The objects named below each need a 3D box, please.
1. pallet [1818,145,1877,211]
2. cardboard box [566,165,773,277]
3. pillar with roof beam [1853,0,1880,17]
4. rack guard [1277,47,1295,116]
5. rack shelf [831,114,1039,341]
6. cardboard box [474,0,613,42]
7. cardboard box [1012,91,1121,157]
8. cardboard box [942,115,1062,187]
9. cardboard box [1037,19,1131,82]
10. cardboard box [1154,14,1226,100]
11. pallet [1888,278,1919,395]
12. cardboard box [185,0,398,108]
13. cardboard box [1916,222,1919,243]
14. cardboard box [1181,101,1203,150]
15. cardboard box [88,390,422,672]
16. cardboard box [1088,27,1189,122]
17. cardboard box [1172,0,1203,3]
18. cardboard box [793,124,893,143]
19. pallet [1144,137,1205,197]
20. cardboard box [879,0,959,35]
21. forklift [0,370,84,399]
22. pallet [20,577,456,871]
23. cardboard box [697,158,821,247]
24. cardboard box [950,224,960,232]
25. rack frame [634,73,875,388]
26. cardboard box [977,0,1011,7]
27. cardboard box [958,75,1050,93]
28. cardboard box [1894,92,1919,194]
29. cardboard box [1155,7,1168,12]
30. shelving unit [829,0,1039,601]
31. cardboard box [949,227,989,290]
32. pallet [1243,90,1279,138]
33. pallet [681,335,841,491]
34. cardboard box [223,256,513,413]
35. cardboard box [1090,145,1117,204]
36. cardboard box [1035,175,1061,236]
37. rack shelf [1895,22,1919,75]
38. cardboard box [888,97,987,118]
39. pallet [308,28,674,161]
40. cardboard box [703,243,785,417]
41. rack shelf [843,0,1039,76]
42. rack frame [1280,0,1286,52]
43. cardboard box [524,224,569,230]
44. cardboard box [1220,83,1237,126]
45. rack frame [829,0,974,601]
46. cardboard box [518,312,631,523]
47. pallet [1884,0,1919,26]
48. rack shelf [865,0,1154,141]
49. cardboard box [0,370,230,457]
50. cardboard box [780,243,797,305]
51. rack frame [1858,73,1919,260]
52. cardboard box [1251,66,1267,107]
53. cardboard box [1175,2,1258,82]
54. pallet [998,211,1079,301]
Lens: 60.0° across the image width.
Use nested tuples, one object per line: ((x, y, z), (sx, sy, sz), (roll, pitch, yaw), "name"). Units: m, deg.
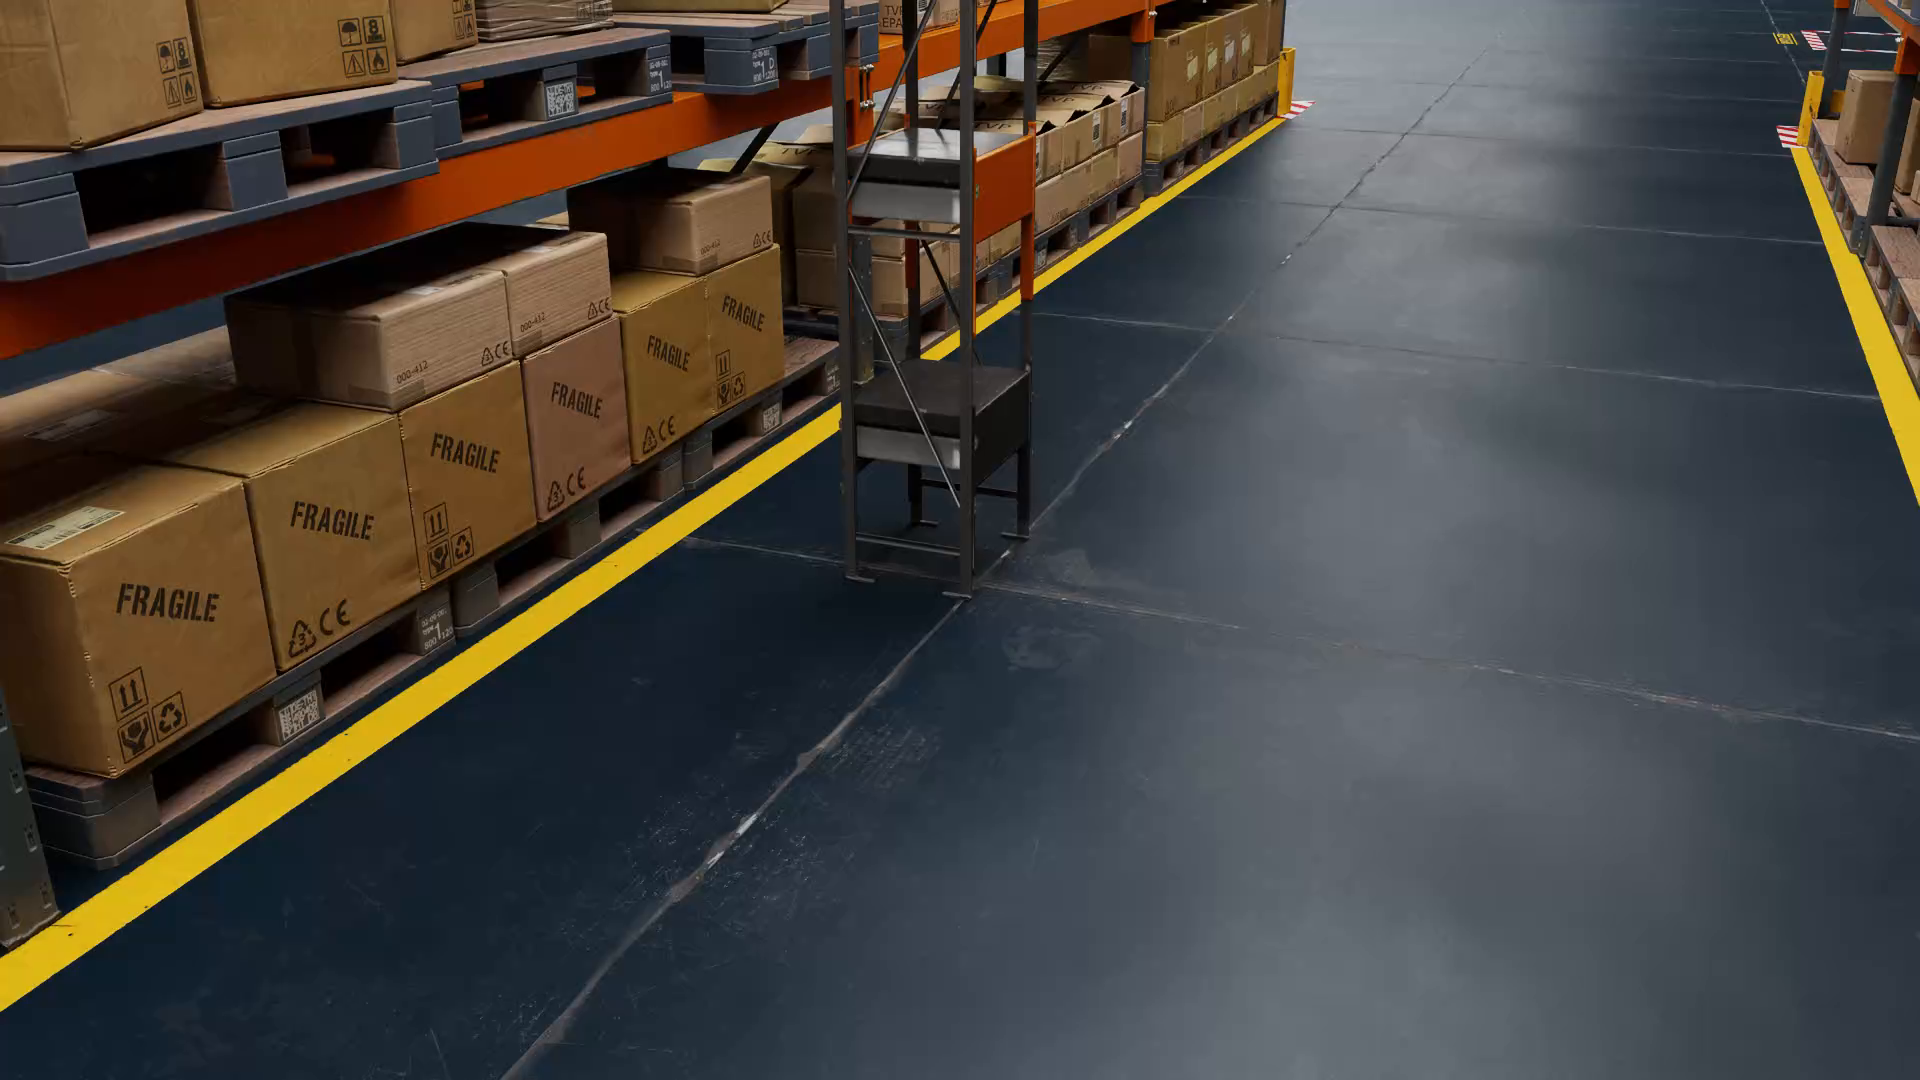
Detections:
((5.917, -2.213, 10.274), (1.003, 0.211, 1.213), (9, 24, 20), "pallet")
((-0.984, -1.099, 5.689), (0.500, 0.250, 0.500), (10, 25, 22), "cardboard box")
((7.738, -11.552, 21.231), (9.100, 9.000, 0.400), (9, 24, 20), "pillar with roof beam")
((2.143, -3.811, 13.724), (1.175, 0.500, 0.348), (9, 24, 20), "rack guard")
((-0.061, -0.897, 4.709), (0.431, 0.518, 0.480), (9, 24, 20), "rack shelf")
((-1.484, -1.791, 4.972), (0.700, 0.500, 0.500), (14, 26, 30), "cardboard box")
((0.576, -2.335, 9.243), (0.500, 0.311, 0.500), (9, 24, 22), "cardboard box")
((0.199, -1.977, 8.387), (0.500, 0.311, 0.500), (8, 24, 19), "cardboard box")
((0.814, -3.170, 10.996), (0.500, 0.500, 0.500), (9, 24, 20), "cardboard box")
((1.482, -3.274, 11.246), (0.500, 0.500, 0.500), (9, 24, 20), "cardboard box")
((4.509, -0.813, 6.921), (1.003, 0.211, 1.213), (9, 24, 20), "pallet")
((-1.743, -1.294, 3.781), (0.700, 0.500, 0.500), (13, 26, 28), "cardboard box")
((4.991, -1.600, 7.861), (0.700, 0.500, 0.500), (10, 25, 22), "cardboard box")
((1.292, -2.750, 10.964), (0.500, 0.250, 0.500), (9, 24, 20), "cardboard box")
((-1.730, -0.041, 4.130), (0.500, 0.500, 0.500), (9, 24, 21), "cardboard box")
((1.111, -2.916, 10.389), (0.500, 0.500, 0.500), (9, 24, 20), "cardboard box")
((1.544, -3.887, 12.714), (0.500, 0.500, 0.500), (9, 24, 20), "cardboard box")
((-0.495, -1.866, 8.121), (0.500, 0.311, 0.500), (9, 24, 20), "cardboard box")
((0.982, -2.516, 10.999), (1.003, 0.211, 1.213), (9, 24, 20), "pallet")
((-0.326, -2.344, 7.085), (0.500, 0.311, 0.500), (8, 24, 19), "cardboard box")
((-3.534, -1.186, 4.286), (1.130, 2.935, 3.031), (9, 24, 20), "forklift")
((-2.057, 0.329, 4.189), (1.003, 0.211, 1.213), (9, 24, 20), "pallet")
((-0.872, -1.499, 7.242), (0.500, 0.311, 0.500), (9, 24, 21), "cardboard box")
((-0.183, -1.611, 7.510), (0.500, 0.311, 0.500), (8, 24, 19), "cardboard box")
((-0.838, -2.093, 6.368), (1.000, 3.000, 0.127), (9, 24, 20), "rack frame")
((-0.034, -2.930, 8.243), (0.500, 0.500, 0.500), (9, 24, 20), "cardboard box")
((0.263, -2.596, 9.867), (0.500, 0.311, 0.500), (9, 24, 20), "cardboard box")
((5.597, -2.243, 9.400), (0.500, 0.500, 0.500), (7, 24, 16), "cardboard box")
((1.168, -3.530, 11.859), (0.500, 0.500, 0.500), (9, 24, 20), "cardboard box")
((-0.061, -0.910, 4.703), (0.431, 2.100, 0.503), (9, 24, 20), "shelving unit")
((-0.185, -1.343, 7.596), (0.500, 0.250, 0.500), (8, 24, 19), "cardboard box")
((1.889, -3.389, 13.090), (1.003, 0.211, 1.213), (9, 24, 20), "pallet")
((-1.150, -0.544, 6.279), (1.003, 0.211, 1.213), (9, 24, 20), "pallet")
((-1.546, -0.553, 4.381), (0.500, 0.250, 0.500), (9, 24, 20), "cardboard box")
((0.573, -2.078, 9.357), (0.500, 0.250, 0.500), (8, 24, 19), "cardboard box")
((0.194, -1.713, 8.483), (0.500, 0.250, 0.500), (9, 24, 21), "cardboard box")
((4.506, -1.769, 6.525), (1.077, 0.370, 4.000), (9, 24, 20), "rack shelf")
((-0.119, -2.232, 8.996), (0.500, 0.311, 0.500), (8, 24, 18), "cardboard box")
((-1.556, -1.307, 4.737), (1.003, 0.211, 1.213), (9, 24, 20), "pallet")
((-0.967, -0.774, 5.883), (0.500, 0.500, 0.500), (10, 25, 22), "cardboard box")
((-0.062, -1.543, 4.439), (0.431, 0.518, 0.480), (9, 24, 20), "rack shelf")
((2.134, -4.955, 13.222), (1.000, 3.000, 0.127), (9, 24, 20), "rack frame")
((-1.462, -0.832, 6.023), (0.500, 0.500, 0.500), (8, 24, 18), "cardboard box")
((1.663, -3.108, 11.821), (0.500, 0.250, 0.500), (9, 24, 20), "cardboard box")
((-0.152, -0.822, 4.494), (0.400, 2.100, 0.015), (9, 24, 20), "rack frame")
((-1.349, -0.400, 4.988), (0.500, 0.500, 0.500), (8, 24, 18), "cardboard box")
((4.830, -2.475, 7.532), (1.003, 0.211, 1.213), (9, 24, 20), "pallet")
((-0.095, -2.476, 8.220), (1.077, 0.370, 4.000), (9, 24, 20), "rack shelf")
((-2.215, -0.104, 4.280), (0.500, 0.500, 0.500), (9, 24, 20), "cardboard box")
((-0.869, -1.241, 7.351), (0.500, 0.250, 0.500), (9, 24, 21), "cardboard box")
((5.249, -2.816, 8.100), (1.000, 3.000, 0.127), (9, 24, 20), "rack frame")
((2.034, -3.466, 12.678), (0.500, 0.250, 0.500), (9, 24, 20), "cardboard box")
((1.853, -3.632, 12.103), (0.500, 0.500, 0.500), (9, 24, 20), "cardboard box")
((-0.041, -1.530, 8.639), (1.003, 0.211, 1.213), (9, 24, 20), "pallet")
